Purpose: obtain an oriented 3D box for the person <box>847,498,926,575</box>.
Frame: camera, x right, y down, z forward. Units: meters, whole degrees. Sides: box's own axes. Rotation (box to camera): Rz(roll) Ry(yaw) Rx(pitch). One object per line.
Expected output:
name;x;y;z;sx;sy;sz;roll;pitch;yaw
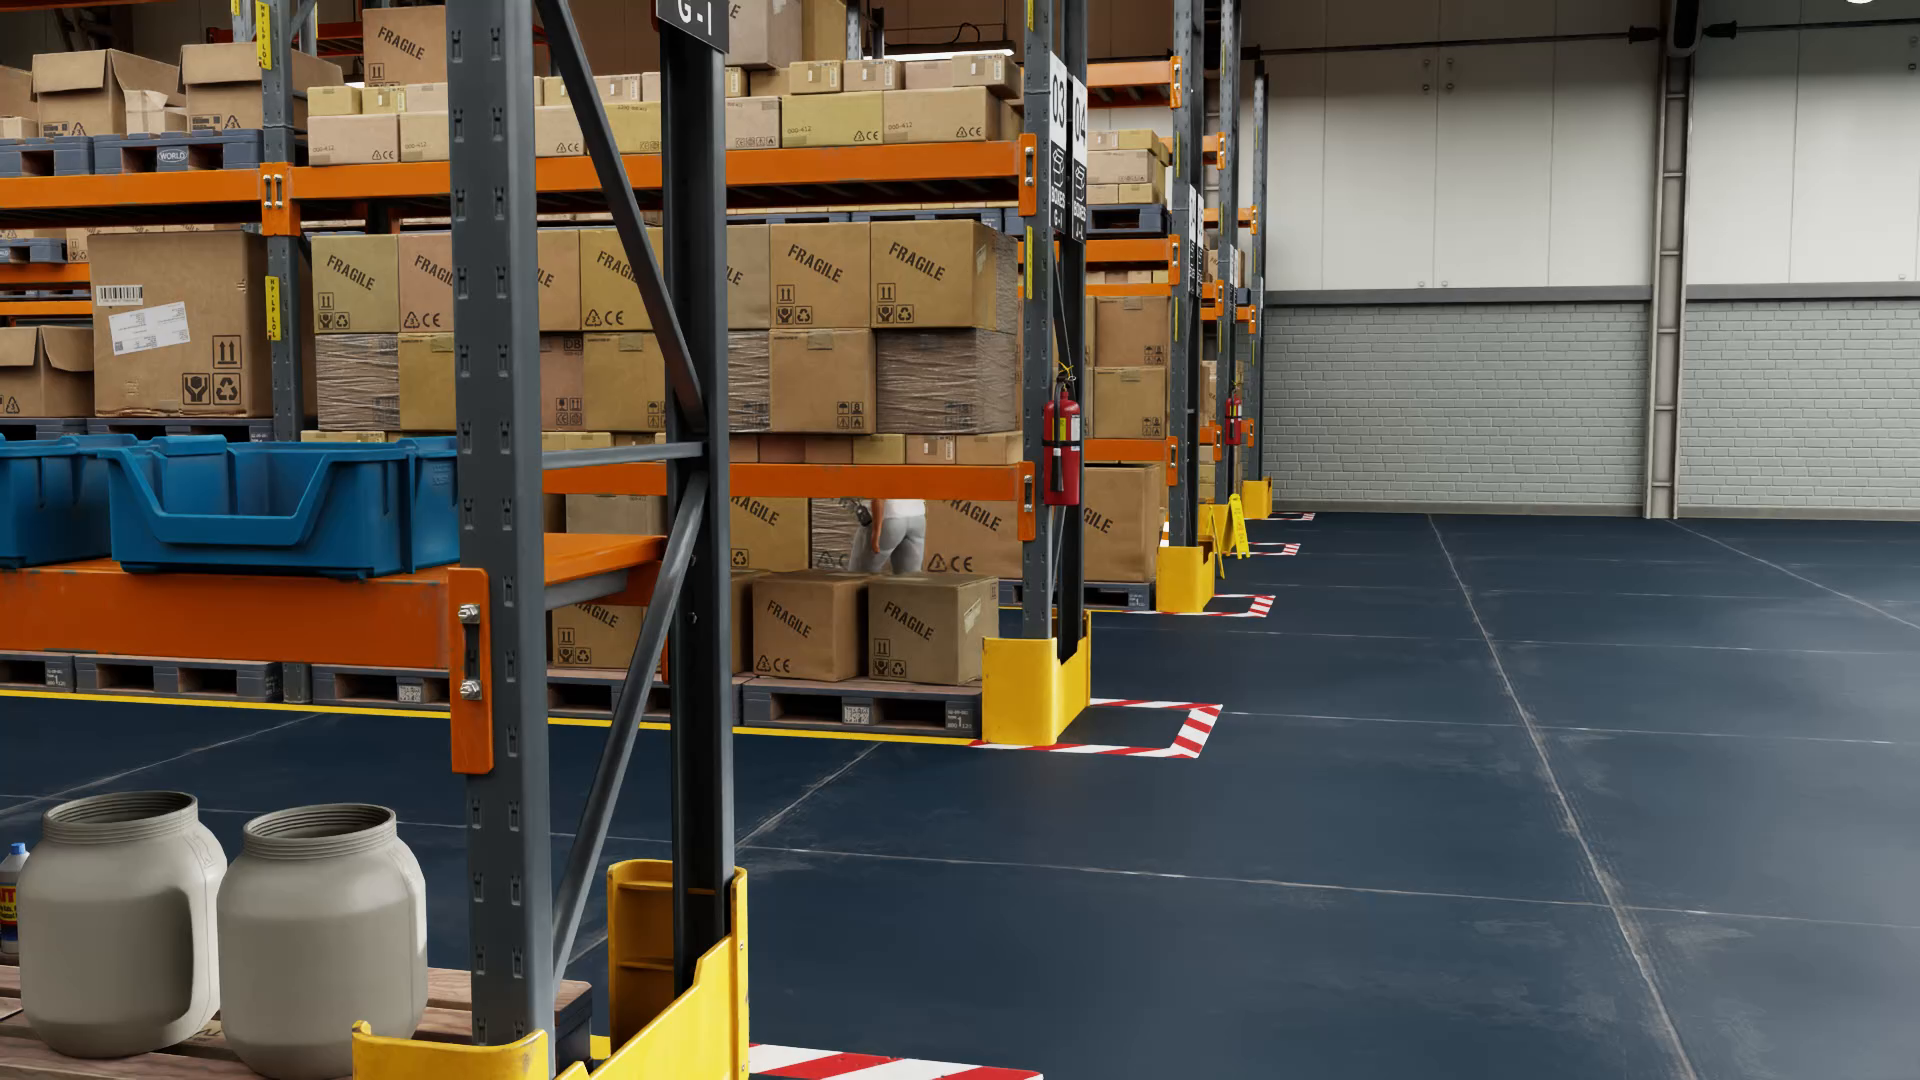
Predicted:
person;-0.519;-0.094;10.313;0.760;1.650;0.501;4;6;39
